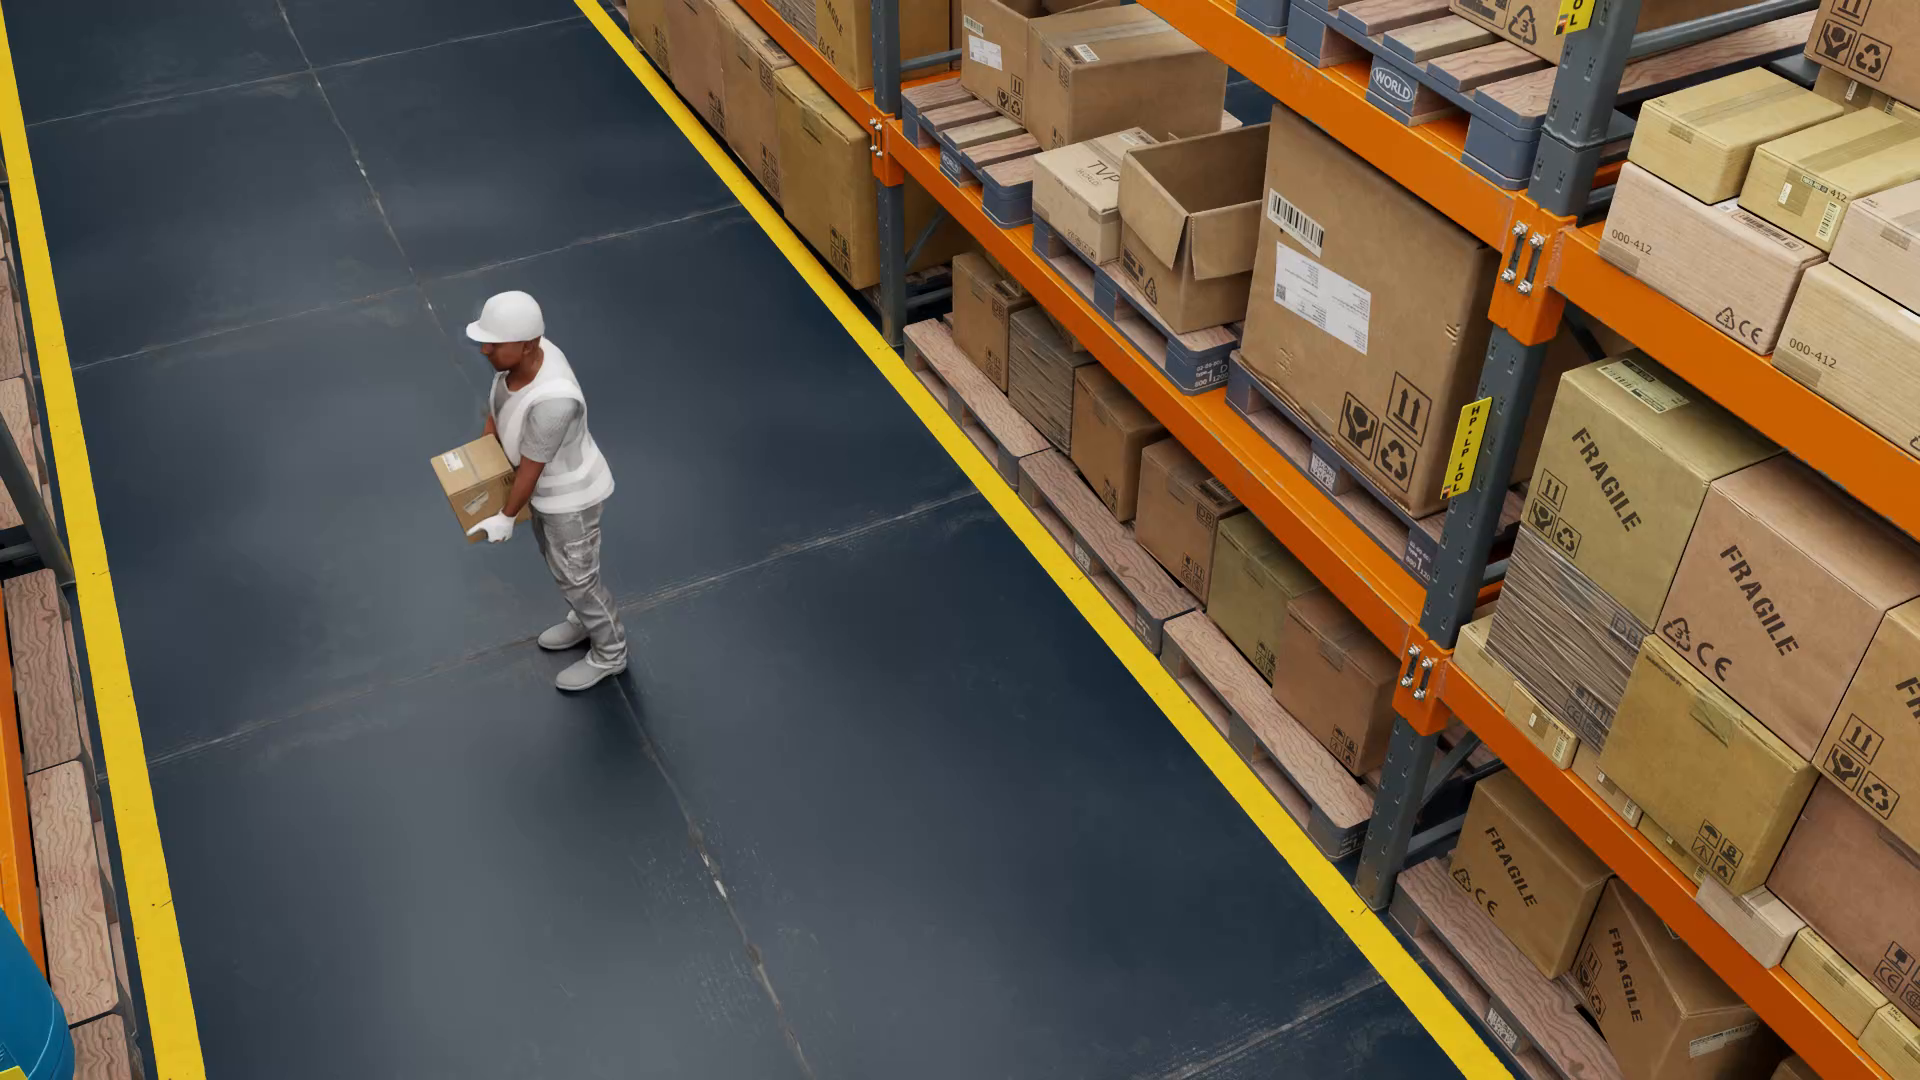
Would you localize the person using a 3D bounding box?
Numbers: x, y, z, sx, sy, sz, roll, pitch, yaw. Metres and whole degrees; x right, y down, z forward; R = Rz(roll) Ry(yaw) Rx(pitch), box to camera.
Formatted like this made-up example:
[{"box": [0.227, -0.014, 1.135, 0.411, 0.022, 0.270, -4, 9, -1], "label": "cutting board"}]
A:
[{"box": [-1.619, -0.163, 6.333, 0.587, 1.778, 0.491, -19, 45, -21], "label": "person"}]
